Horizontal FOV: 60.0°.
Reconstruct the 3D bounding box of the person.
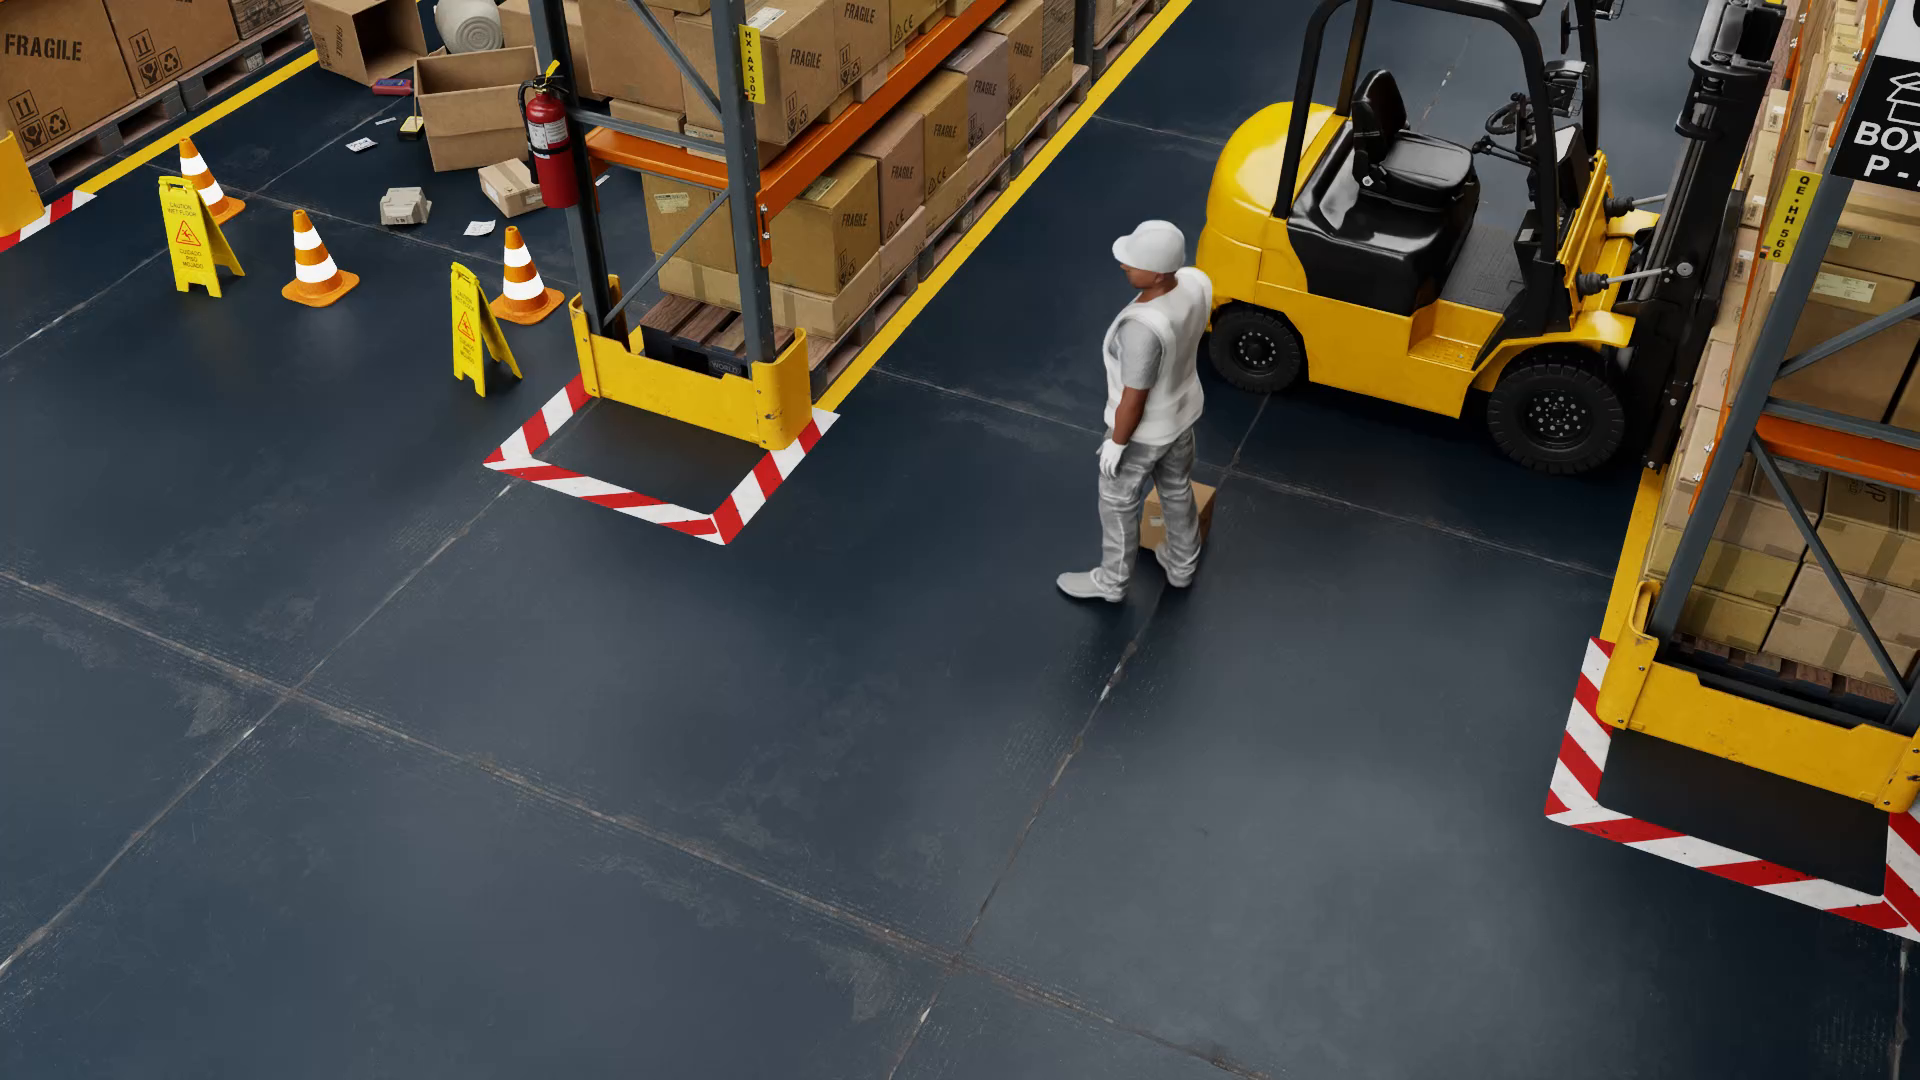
[{"bbox_3d":[0.750,-0.493,6.677,0.483,1.791,0.581,28,49,28],"label":"person"}]
